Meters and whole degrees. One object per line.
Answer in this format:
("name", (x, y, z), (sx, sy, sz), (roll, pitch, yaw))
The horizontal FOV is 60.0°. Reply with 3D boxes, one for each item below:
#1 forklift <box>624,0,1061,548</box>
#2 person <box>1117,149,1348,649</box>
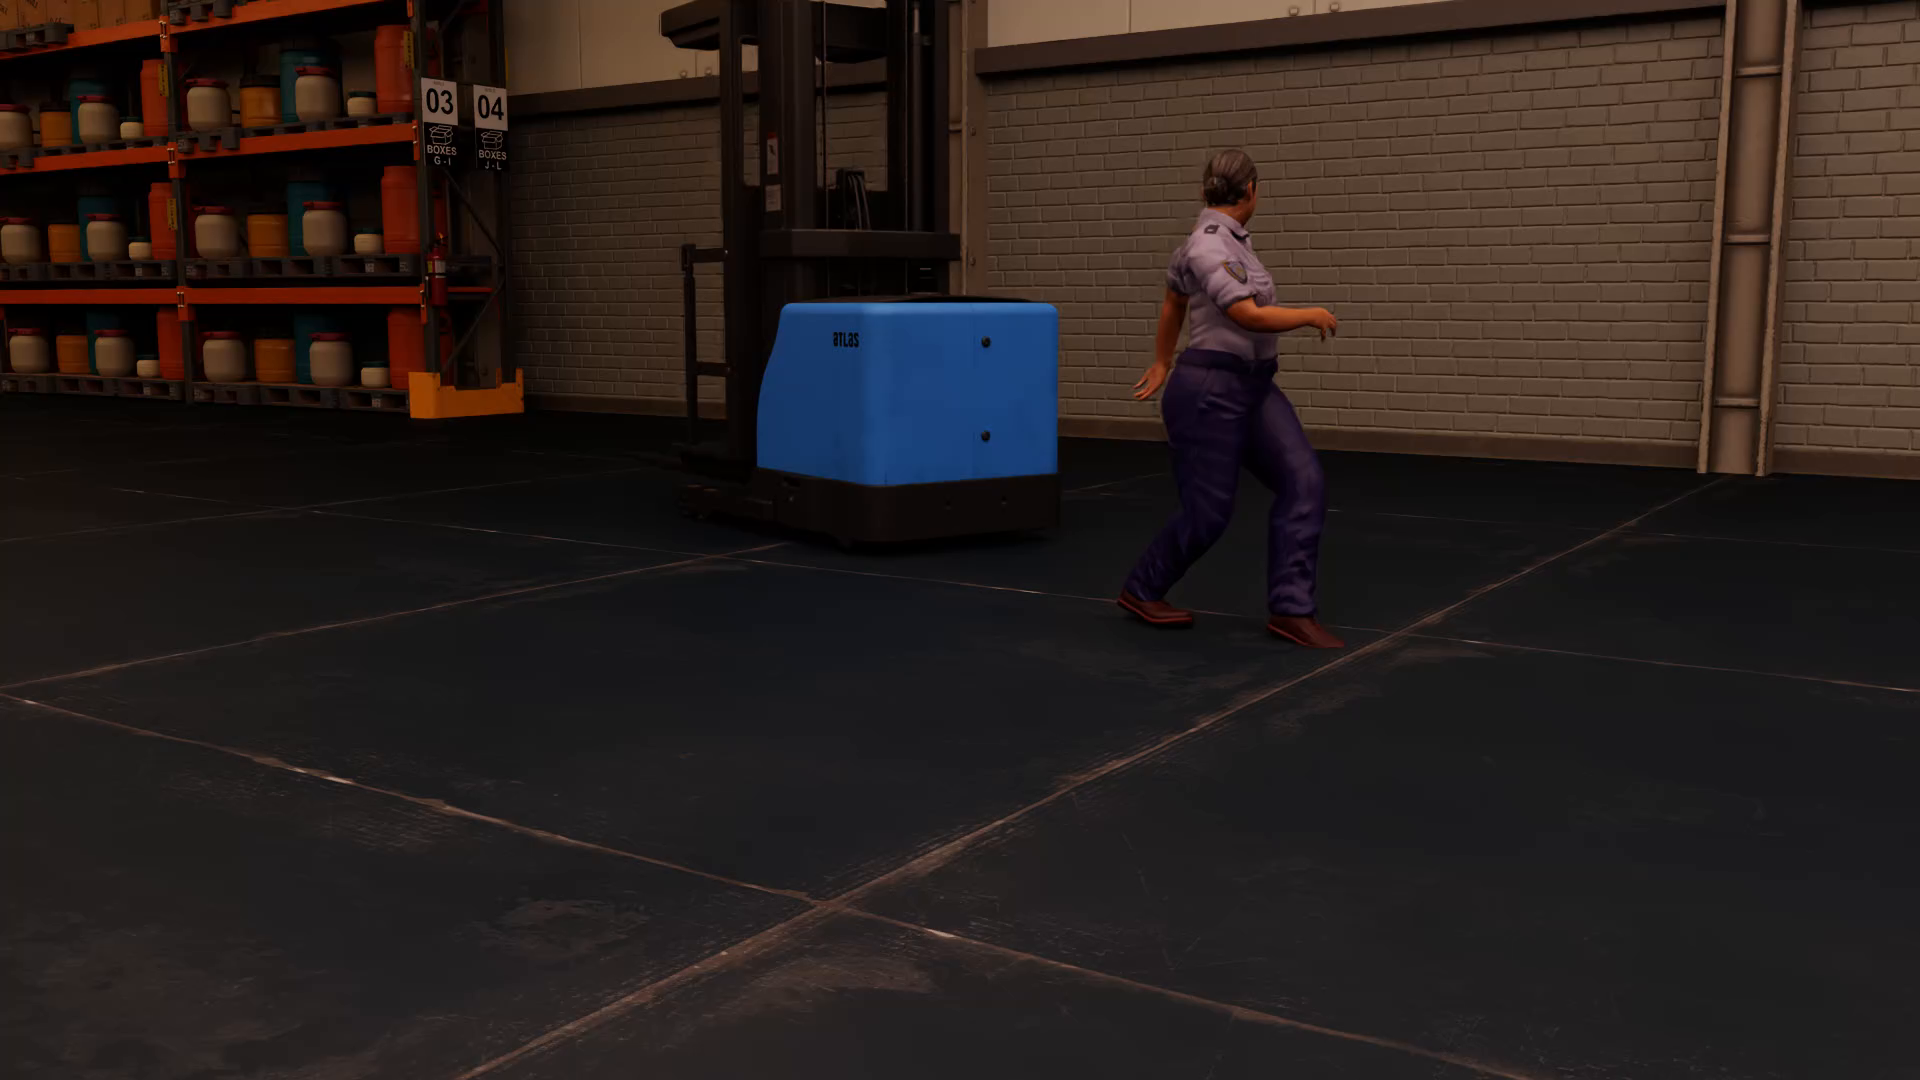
("forklift", (-0.790, -1.580, 8.307), (1.130, 2.935, 3.031), (-6, 10, -34))
("person", (0.874, -0.459, 5.400), (0.900, 1.594, 0.498), (6, 10, 35))
